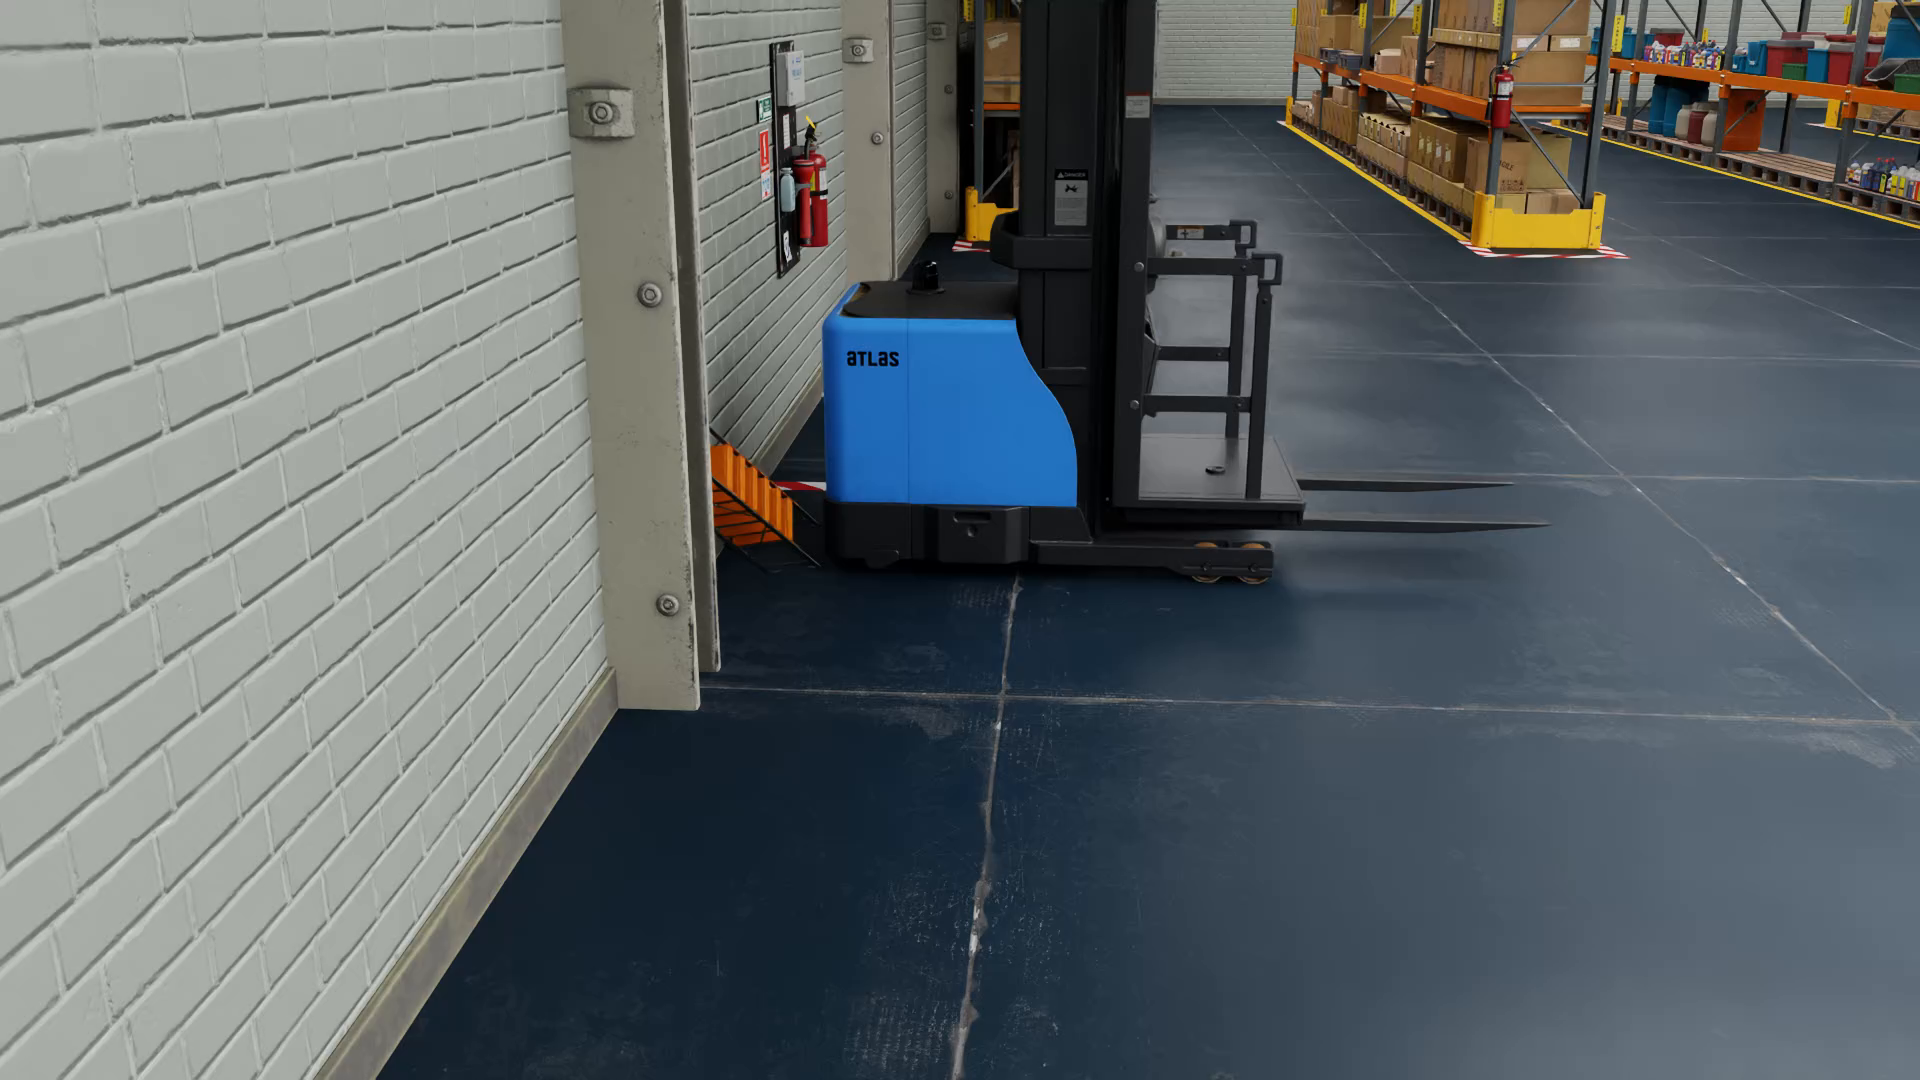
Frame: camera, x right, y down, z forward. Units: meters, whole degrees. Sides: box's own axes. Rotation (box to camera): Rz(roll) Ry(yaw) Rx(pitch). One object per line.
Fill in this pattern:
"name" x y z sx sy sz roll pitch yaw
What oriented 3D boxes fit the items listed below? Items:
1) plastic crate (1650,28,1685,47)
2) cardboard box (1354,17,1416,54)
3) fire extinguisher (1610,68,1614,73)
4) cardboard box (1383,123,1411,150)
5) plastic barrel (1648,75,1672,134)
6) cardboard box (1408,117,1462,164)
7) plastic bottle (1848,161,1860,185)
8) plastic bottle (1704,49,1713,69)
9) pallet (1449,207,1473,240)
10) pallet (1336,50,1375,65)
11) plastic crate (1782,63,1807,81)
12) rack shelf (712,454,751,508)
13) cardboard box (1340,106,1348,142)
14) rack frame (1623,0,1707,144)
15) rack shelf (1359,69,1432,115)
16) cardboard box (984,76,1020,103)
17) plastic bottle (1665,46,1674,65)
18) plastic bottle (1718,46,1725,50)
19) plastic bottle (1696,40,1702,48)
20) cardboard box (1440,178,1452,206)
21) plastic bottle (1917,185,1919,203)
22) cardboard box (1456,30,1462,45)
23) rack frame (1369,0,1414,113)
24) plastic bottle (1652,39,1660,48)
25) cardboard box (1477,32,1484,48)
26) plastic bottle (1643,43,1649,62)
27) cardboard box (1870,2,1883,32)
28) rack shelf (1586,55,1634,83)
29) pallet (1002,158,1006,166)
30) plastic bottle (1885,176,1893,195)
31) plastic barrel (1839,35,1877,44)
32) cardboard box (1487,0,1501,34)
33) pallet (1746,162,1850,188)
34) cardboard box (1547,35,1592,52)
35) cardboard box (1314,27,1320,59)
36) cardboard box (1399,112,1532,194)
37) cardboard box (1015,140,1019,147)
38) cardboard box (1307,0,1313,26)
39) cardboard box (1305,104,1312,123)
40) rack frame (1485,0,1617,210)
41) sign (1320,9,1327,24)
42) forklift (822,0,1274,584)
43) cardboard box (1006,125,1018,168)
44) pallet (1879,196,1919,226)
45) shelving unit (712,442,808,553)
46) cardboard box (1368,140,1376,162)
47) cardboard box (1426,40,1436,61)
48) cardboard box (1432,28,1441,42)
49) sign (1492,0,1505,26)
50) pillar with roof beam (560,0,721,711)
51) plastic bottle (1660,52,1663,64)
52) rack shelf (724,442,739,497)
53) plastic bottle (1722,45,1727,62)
"plastic crate" 11.695 -8.237 27.546 0.402 0.464 0.583 1 18 4
"cardboard box" 6.086 -7.221 23.810 0.700 0.500 0.500 -5 19 -15
"fire extinguisher" 12.131 -8.972 30.710 0.296 0.674 0.183 1 18 4
"cardboard box" 5.679 -5.142 21.140 0.500 0.311 0.500 1 18 4
"plastic barrel" 11.324 -6.941 26.483 0.600 0.901 0.708 1 18 4
"cardboard box" 5.521 -4.646 19.322 0.500 0.500 0.500 1 18 4
"plastic bottle" 10.347 -4.246 19.238 0.097 0.271 0.097 0 18 0
"plastic bottle" 10.754 -6.906 23.889 0.097 0.271 0.097 0 18 0
"pallet" 5.593 -3.205 16.865 1.003 0.211 1.213 1 18 4
"pallet" 6.288 -7.289 25.159 1.003 0.211 1.213 1 18 4
"plastic crate" 10.650 -5.869 20.856 0.450 0.188 0.662 1 18 4
"rack shelf" -0.919 -0.205 6.249 0.258 0.180 0.103 -8 -20 14
"cardboard box" 6.024 -6.254 25.000 0.500 0.500 0.500 1 18 2
"rack frame" 11.380 -7.907 26.736 1.000 3.000 0.127 1 18 4
"rack shelf" 6.010 -5.813 21.502 1.077 0.370 4.000 1 18 4
"cardboard box" 0.479 -4.489 16.514 0.500 0.250 0.500 2 18 5
"plastic bottle" 10.901 -7.425 25.465 0.152 0.276 0.135 1 18 4
"plastic bottle" 11.603 -7.406 25.408 0.152 0.276 0.135 1 18 4
"plastic bottle" 11.497 -7.594 25.860 0.144 0.351 0.185 1 18 4
"cardboard box" 5.381 -3.669 17.543 0.500 0.250 0.500 1 18 4
"plastic bottle" 10.205 -3.715 17.599 0.061 0.283 0.133 2 18 5
"cardboard box" 5.566 -5.410 17.915 0.380 0.149 0.250 1 18 2
"rack frame" 6.150 -6.776 23.286 0.949 2.616 0.053 1 18 4
"plastic bottle" 11.029 -7.769 26.394 0.144 0.351 0.185 1 18 4
"cardboard box" 5.491 -5.091 16.940 0.380 0.149 0.250 2 18 6
"plastic bottle" 10.929 -7.747 26.436 0.061 0.283 0.133 1 18 4
"cardboard box" 16.268 -9.167 29.140 0.500 0.500 0.500 1 18 3
"rack shelf" 11.524 -8.186 28.744 1.077 0.370 4.000 1 18 4
"pallet" 1.064 -4.940 22.160 1.003 0.211 1.213 1 18 4
"plastic bottle" 10.278 -3.914 18.338 0.097 0.201 0.097 0 18 0
"plastic barrel" 11.147 -6.007 20.720 0.433 0.535 0.433 0 18 0
"cardboard box" 5.662 -5.280 16.476 0.700 0.500 0.500 1 18 2
"pallet" 10.909 -4.722 21.494 1.003 0.211 1.213 1 18 4
"cardboard box" 5.823 -4.764 15.944 0.380 0.149 0.250 1 18 4
"cardboard box" 6.255 -8.387 28.042 0.500 0.500 0.500 2 18 5
"cardboard box" 5.845 -4.787 19.751 1.050 0.500 7.447 1 18 4
"cardboard box" 0.891 -4.341 19.163 0.500 0.500 0.500 0 18 0
"cardboard box" 6.326 -9.176 28.843 0.500 0.500 0.500 1 18 3
"cardboard box" 6.252 -7.366 28.698 0.500 0.311 0.500 1 18 4
"rack frame" 5.580 -4.292 15.703 1.000 3.000 0.127 1 18 4
"sign" 5.898 -8.440 26.972 0.100 0.325 0.005 1 18 4
"forklift" 0.965 -1.382 6.933 3.031 2.935 1.130 1 18 4
"cardboard box" 0.948 -5.055 21.341 0.700 0.500 0.500 1 18 3
"pallet" 10.632 -3.510 17.795 1.003 0.211 1.213 1 18 4
"shelving unit" -0.865 -0.147 6.428 0.258 0.183 1.046 -8 -20 14
"cardboard box" 5.756 -5.195 22.203 0.500 0.250 0.500 1 18 2
"cardboard box" 5.976 -5.983 20.705 0.500 0.500 0.500 3 18 8
"cardboard box" 5.654 -5.811 19.136 0.380 0.149 0.250 1 18 4
"sign" 5.040 -4.971 15.536 0.100 0.325 0.005 1 18 4
"pillar with roof beam" 3.260 -3.666 4.158 9.100 9.000 0.400 1 18 4
"plastic bottle" 10.891 -7.468 25.715 0.097 0.201 0.097 0 18 0
"rack shelf" -0.952 -0.242 6.140 0.258 0.180 0.103 -8 -20 14
"plastic bottle" 11.401 -7.210 24.689 0.144 0.351 0.185 1 18 4
